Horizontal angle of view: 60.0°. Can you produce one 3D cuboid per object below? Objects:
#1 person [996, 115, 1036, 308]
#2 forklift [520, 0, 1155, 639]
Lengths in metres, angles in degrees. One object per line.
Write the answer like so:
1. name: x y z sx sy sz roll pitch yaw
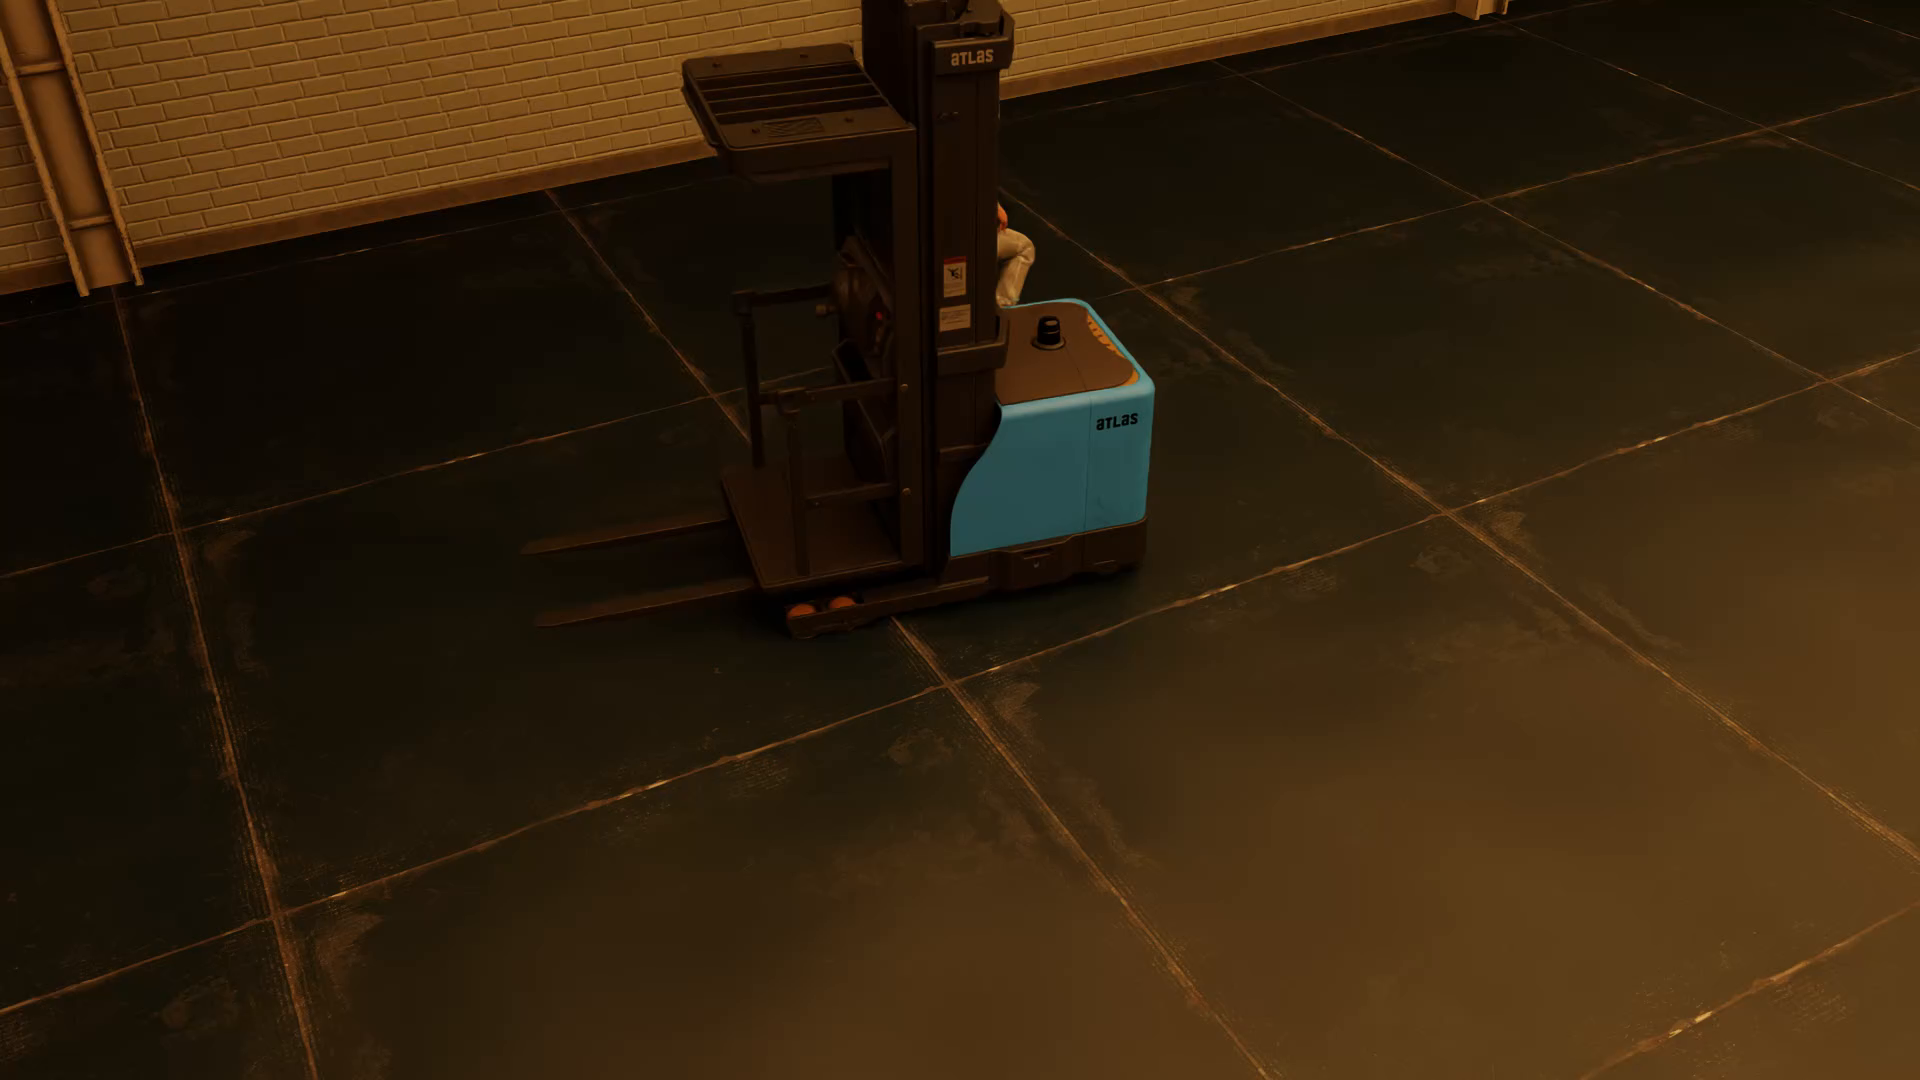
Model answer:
1. person: 0.061 -1.994 10.222 0.699 1.554 0.881 -21 40 -27
2. forklift: -0.634 -1.062 7.626 3.031 2.935 1.130 -10 37 -14
